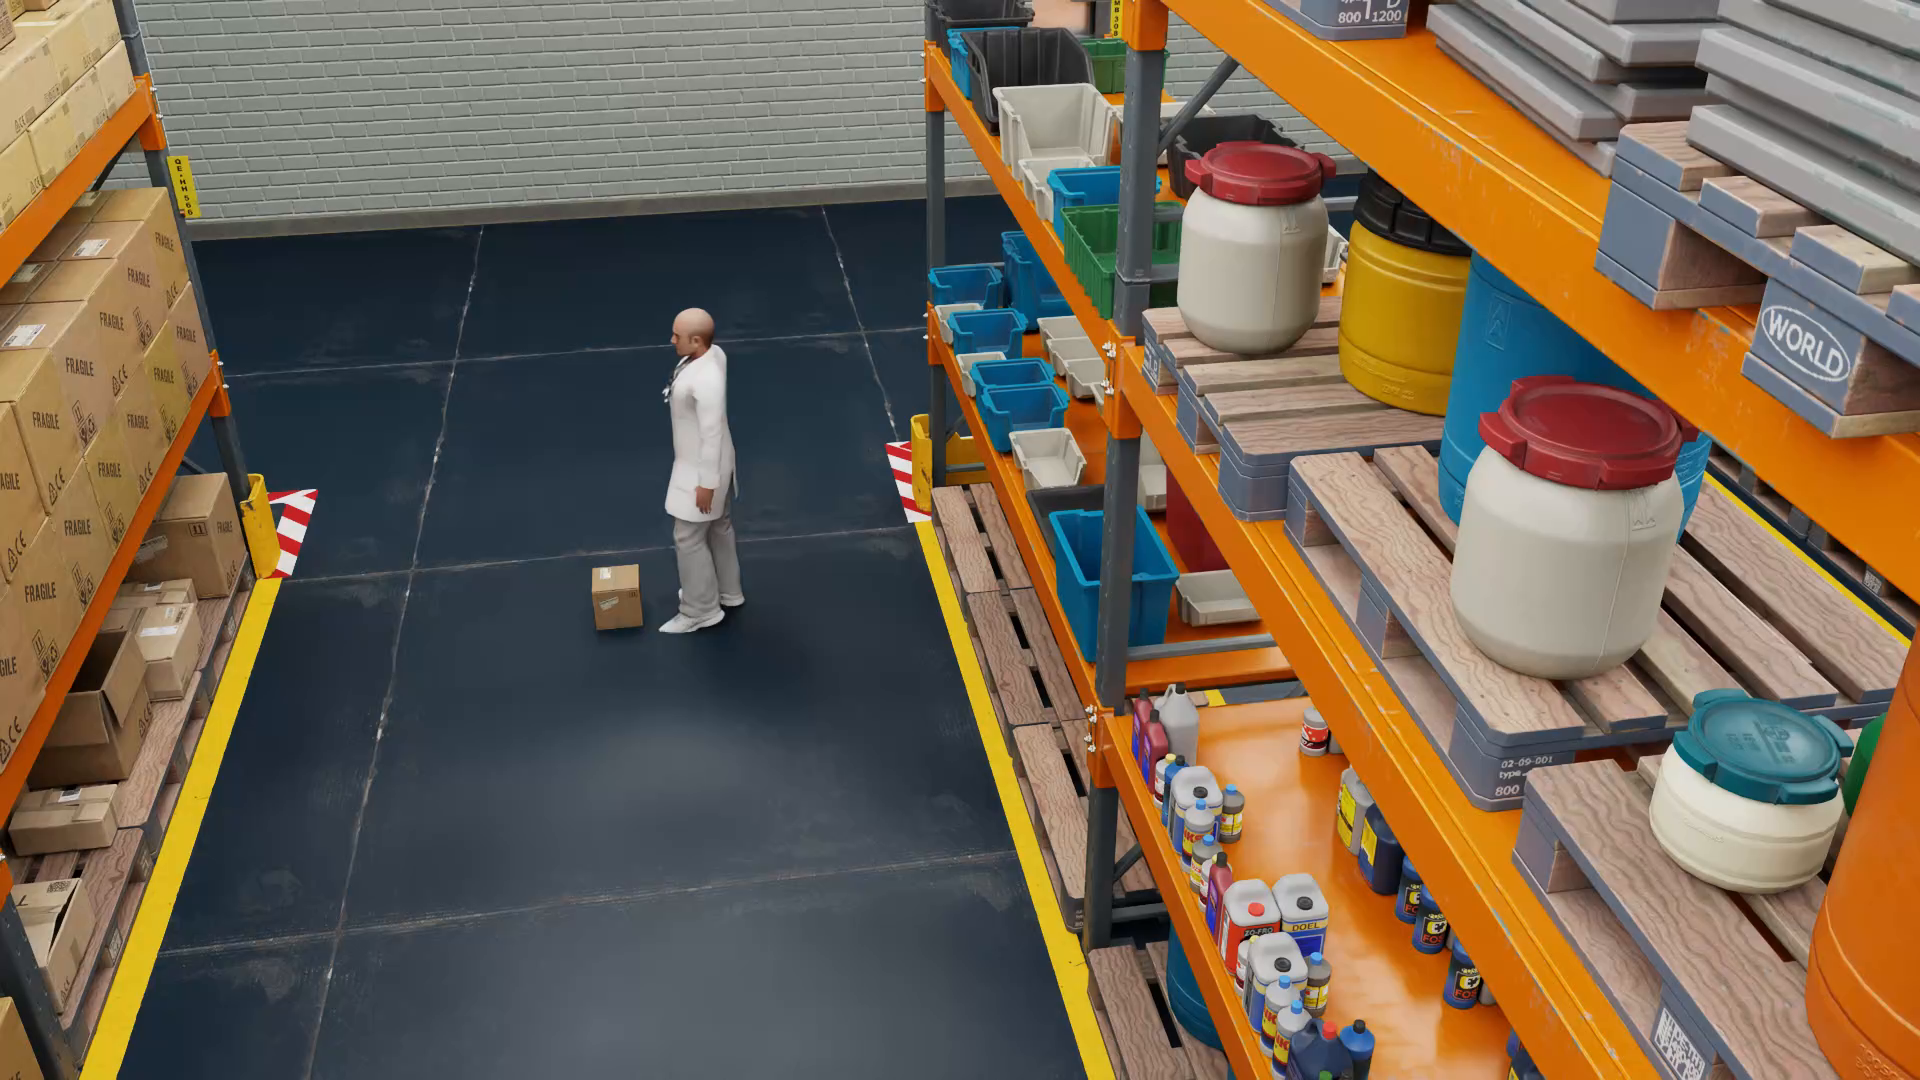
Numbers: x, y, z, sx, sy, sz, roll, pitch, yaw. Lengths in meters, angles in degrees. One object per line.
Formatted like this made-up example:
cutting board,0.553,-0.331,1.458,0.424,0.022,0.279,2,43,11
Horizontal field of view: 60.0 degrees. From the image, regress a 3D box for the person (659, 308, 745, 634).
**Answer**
person,-1.427,-0.383,8.842,0.467,1.830,0.643,-1,30,-2
